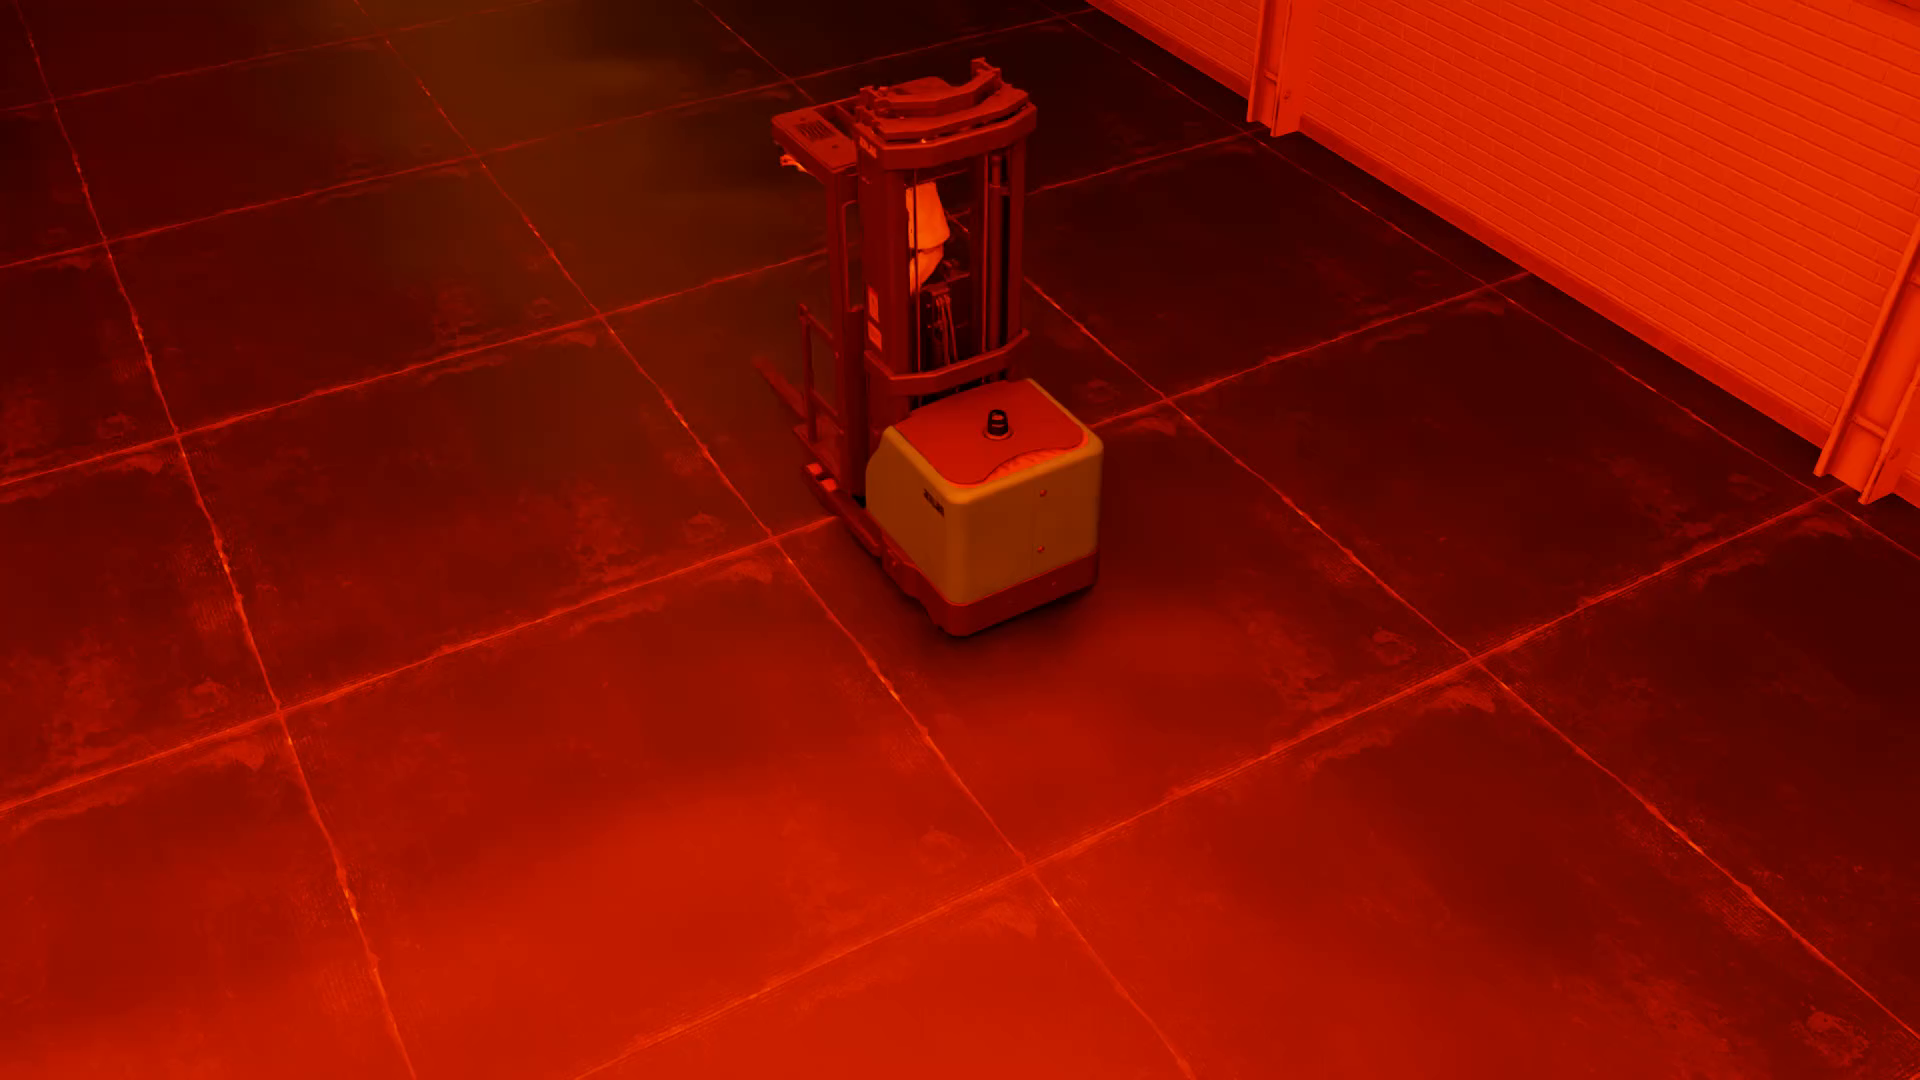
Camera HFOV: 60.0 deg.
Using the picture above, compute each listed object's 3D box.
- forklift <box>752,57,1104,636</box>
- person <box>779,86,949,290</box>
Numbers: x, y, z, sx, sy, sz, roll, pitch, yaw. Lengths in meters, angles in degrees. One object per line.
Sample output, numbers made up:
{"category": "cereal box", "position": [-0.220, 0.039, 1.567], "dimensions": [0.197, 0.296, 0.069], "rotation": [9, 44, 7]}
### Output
{"category": "forklift", "position": [-0.368, -1.493, 9.837], "dimensions": [1.130, 2.935, 3.031], "rotation": [-21, 44, -23]}
{"category": "person", "position": [-0.654, -2.561, 12.216], "dimensions": [1.165, 1.620, 0.903], "rotation": [7, 40, 8]}
